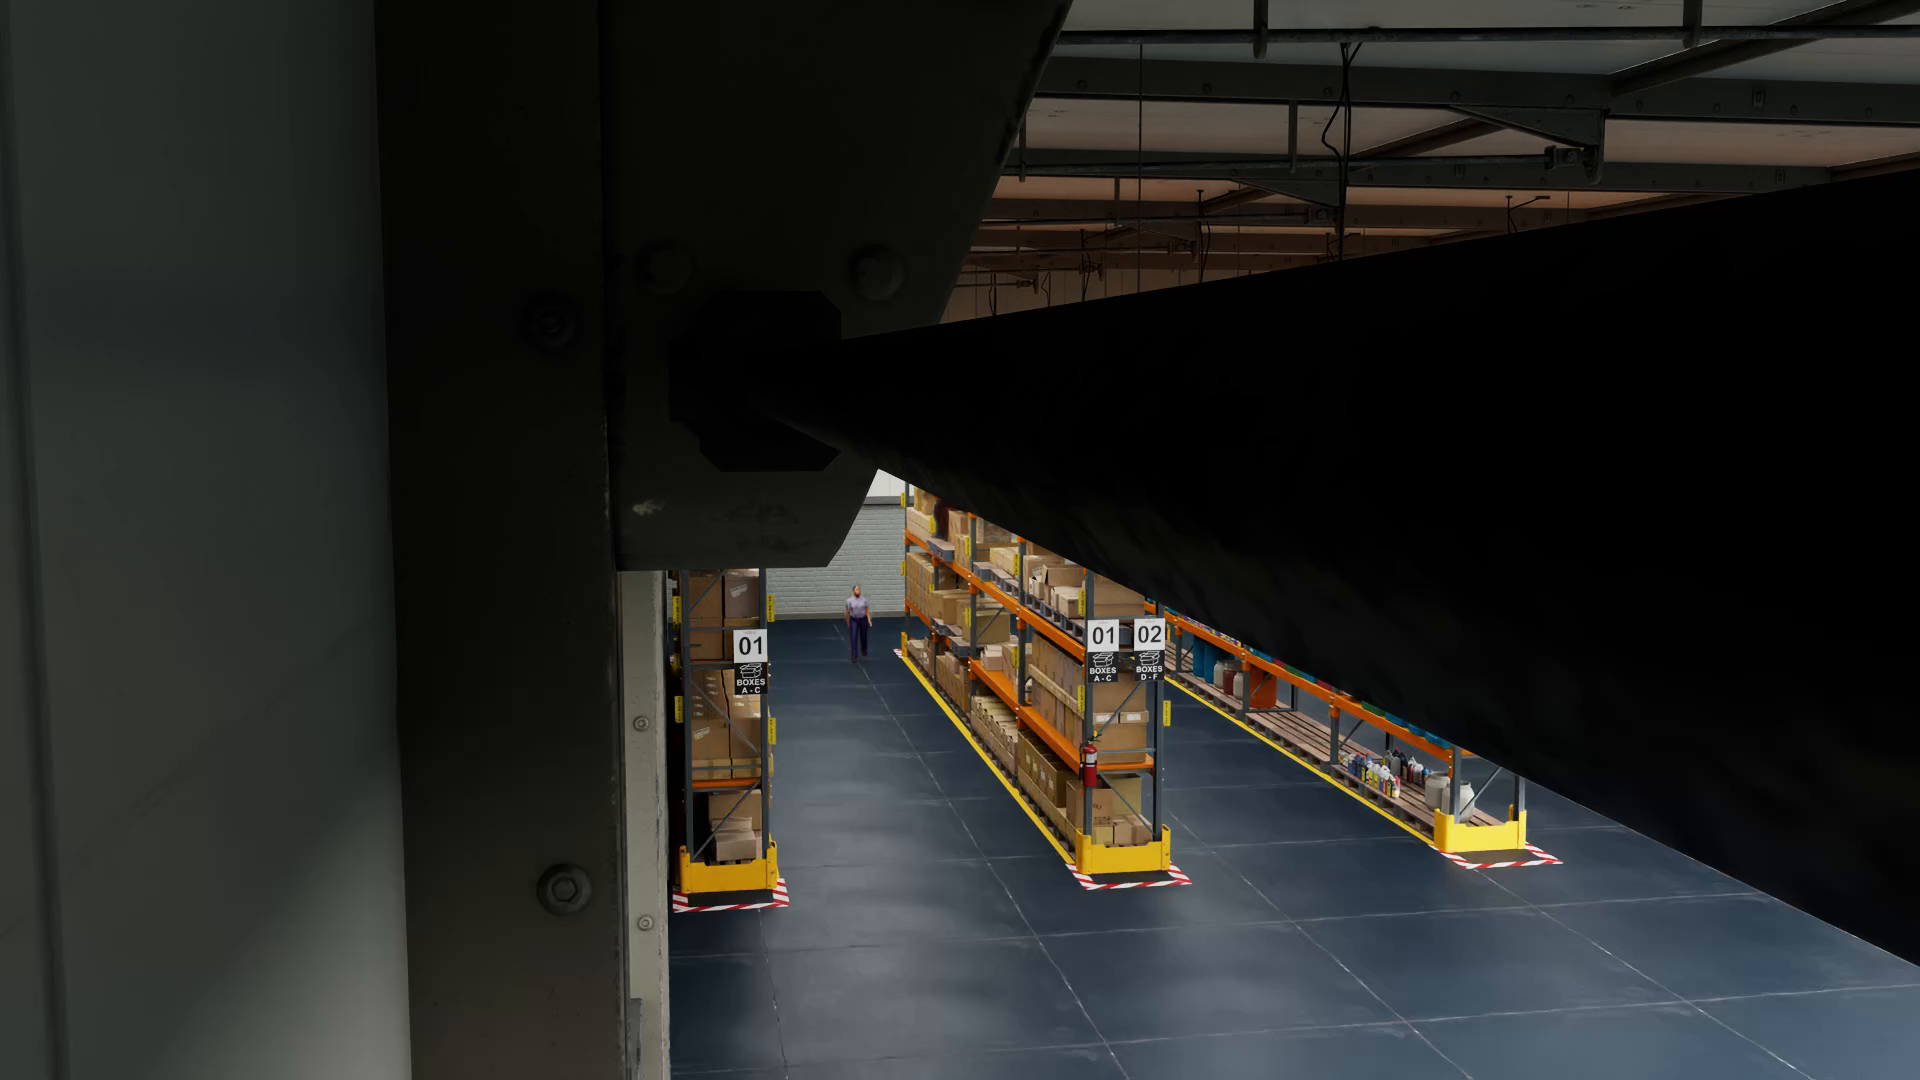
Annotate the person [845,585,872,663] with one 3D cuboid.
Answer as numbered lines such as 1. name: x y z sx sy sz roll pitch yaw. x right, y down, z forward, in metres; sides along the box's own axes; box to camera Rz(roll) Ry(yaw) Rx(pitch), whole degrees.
1. person: -2.152 1.754 35.261 0.550 1.589 0.949 -1 6 -6
